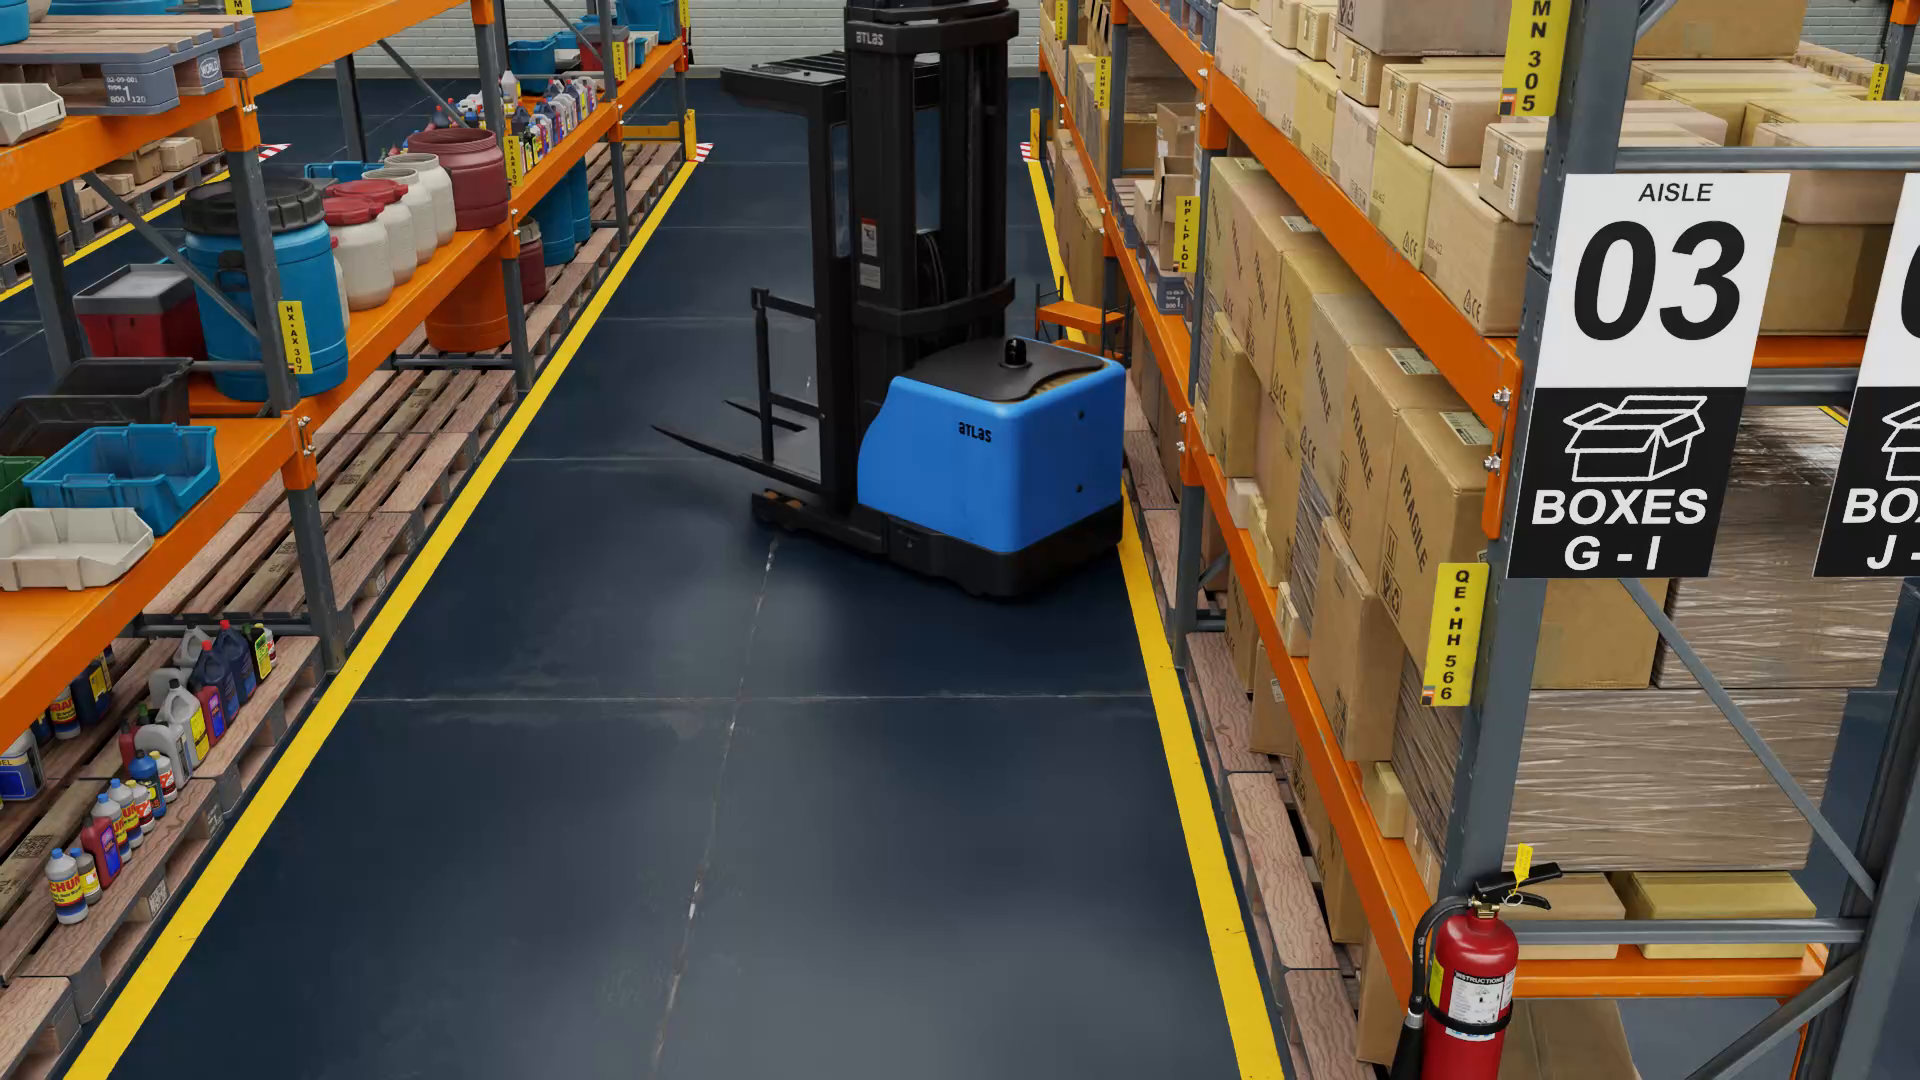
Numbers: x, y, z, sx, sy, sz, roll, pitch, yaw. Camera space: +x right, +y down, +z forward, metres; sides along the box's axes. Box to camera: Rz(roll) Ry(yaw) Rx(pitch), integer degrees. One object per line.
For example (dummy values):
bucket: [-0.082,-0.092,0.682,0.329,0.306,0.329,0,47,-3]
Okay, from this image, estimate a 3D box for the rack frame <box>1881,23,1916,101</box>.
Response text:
rack frame: [6.436,-2.404,10.926,1.000,3.000,0.127,0,24,-1]

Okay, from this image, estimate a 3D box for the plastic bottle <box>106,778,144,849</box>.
plastic bottle: [-3.103,1.007,6.161,0.097,0.271,0.097,0,24,0]

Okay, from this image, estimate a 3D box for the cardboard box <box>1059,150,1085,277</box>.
cardboard box: [1.469,-2.663,13.567,1.225,0.875,0.875,-1,24,-2]

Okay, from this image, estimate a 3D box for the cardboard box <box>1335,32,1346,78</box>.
cardboard box: [1.284,-1.369,4.696,0.380,0.149,0.250,-1,24,-3]

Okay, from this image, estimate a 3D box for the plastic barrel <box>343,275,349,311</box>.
plastic barrel: [-3.295,-1.236,8.511,0.301,0.262,0.301,0,24,0]

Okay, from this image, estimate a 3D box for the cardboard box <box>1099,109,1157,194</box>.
cardboard box: [1.222,-2.671,11.395,0.500,0.500,0.500,0,24,1]

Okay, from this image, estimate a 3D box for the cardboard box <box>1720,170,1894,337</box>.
cardboard box: [1.815,-0.625,3.534,0.500,0.250,0.500,0,24,1]

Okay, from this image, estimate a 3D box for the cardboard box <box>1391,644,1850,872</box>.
cardboard box: [1.584,0.465,4.099,0.875,0.500,0.500,0,24,-1]

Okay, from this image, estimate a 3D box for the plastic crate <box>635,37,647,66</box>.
plastic crate: [-3.286,-4.804,16.362,0.416,0.233,0.300,0,24,-1]

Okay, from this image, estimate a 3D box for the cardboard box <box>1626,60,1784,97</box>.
cardboard box: [1.828,-1.145,4.200,0.380,0.149,0.250,0,24,-1]

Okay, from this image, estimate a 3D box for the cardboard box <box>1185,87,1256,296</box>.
cardboard box: [1.650,-1.568,7.839,1.000,1.000,1.000,0,24,0]

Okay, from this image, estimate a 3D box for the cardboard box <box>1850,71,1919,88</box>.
cardboard box: [6.618,-3.264,11.901,0.380,0.149,0.250,-1,24,-3]

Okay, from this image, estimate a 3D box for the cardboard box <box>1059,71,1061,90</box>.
cardboard box: [1.097,-4.188,15.174,0.380,0.149,0.250,0,24,0]

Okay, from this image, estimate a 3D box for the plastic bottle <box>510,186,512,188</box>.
plastic bottle: [-3.159,-2.525,11.342,0.152,0.276,0.135,0,24,-1]

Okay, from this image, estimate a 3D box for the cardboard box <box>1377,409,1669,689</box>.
cardboard box: [1.309,0.011,3.891,0.500,0.500,0.500,0,24,-1]

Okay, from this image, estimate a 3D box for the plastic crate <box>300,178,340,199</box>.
plastic crate: [-3.766,-1.763,9.431,0.402,0.464,0.583,0,24,-1]

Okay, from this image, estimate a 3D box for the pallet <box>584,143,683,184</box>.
pallet: [-3.595,-4.087,18.031,1.003,0.211,1.213,0,24,-1]

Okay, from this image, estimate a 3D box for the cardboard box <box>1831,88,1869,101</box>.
cardboard box: [5.972,-2.952,11.211,0.380,0.149,0.250,-1,24,-3]

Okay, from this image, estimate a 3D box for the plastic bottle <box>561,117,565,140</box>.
plastic bottle: [-3.152,-3.241,13.017,0.097,0.201,0.097,0,24,0]

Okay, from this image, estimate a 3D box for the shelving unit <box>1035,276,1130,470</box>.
shelving unit: [0.703,-0.901,9.786,0.503,1.200,0.258,21,32,38]

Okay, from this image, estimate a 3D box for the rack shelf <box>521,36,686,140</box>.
rack shelf: [-3.543,-4.546,16.534,1.077,0.370,4.000,0,24,-1]

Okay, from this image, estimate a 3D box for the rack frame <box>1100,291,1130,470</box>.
rack frame: [0.882,-0.833,9.635,0.015,1.200,0.240,21,32,38]

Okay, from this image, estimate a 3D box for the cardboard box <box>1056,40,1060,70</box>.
cardboard box: [1.156,-4.533,15.454,0.500,0.250,0.500,0,24,1]

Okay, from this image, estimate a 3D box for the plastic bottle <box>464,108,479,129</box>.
plastic bottle: [-3.764,-3.194,12.828,0.097,0.271,0.097,0,24,0]

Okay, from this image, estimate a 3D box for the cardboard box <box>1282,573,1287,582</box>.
cardboard box: [1.298,0.150,5.583,0.380,0.149,0.250,0,24,-1]

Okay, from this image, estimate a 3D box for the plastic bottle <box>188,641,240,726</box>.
plastic bottle: [-3.137,0.597,6.972,0.144,0.351,0.185,-1,24,-3]

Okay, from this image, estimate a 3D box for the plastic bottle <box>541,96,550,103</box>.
plastic bottle: [-3.307,-3.408,13.301,0.097,0.271,0.097,0,24,0]

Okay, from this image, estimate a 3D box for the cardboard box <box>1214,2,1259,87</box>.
cardboard box: [1.267,-1.887,6.325,0.500,0.250,0.500,-1,24,-3]

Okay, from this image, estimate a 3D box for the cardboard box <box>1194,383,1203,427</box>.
cardboard box: [1.220,-0.571,7.177,0.380,0.149,0.250,0,24,-1]

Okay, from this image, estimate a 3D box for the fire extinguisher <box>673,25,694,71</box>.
fire extinguisher: [-3.112,-5.557,18.443,0.296,0.674,0.183,0,24,-1]

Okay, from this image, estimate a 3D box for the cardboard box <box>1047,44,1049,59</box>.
cardboard box: [1.078,-4.928,16.811,0.380,0.149,0.250,-1,24,-1]

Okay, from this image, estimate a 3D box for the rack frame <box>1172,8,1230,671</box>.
rack frame: [1.519,-0.775,7.324,1.000,3.000,0.127,0,24,-1]

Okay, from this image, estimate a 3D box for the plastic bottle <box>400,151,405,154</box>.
plastic bottle: [-3.894,-2.618,11.640,0.097,0.201,0.097,0,24,0]

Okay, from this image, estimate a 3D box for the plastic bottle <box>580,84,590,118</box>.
plastic bottle: [-3.190,-3.682,13.901,0.152,0.276,0.135,0,24,-1]

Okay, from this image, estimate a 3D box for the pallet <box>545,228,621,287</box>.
pallet: [-3.555,-2.461,14.435,1.003,0.211,1.213,0,24,-1]

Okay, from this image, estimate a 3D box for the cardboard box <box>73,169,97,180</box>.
cardboard box: [-8.772,-3.547,16.181,0.500,0.311,0.500,0,24,-1]

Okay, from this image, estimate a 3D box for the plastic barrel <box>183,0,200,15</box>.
plastic barrel: [-3.664,-2.826,7.611,0.600,0.901,0.600,0,24,0]

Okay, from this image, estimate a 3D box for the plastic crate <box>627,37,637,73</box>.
plastic crate: [-3.354,-4.653,15.969,0.437,0.282,0.530,0,24,-1]

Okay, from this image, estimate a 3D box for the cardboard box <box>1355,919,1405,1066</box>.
cardboard box: [1.531,1.317,5.222,0.500,0.500,0.500,6,25,13]

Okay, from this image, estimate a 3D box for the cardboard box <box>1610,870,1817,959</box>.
cardboard box: [1.798,0.869,3.994,0.380,0.149,0.250,0,24,-1]

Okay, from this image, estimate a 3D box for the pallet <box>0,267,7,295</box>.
pallet: [-8.411,-1.919,13.238,1.003,0.211,1.213,0,24,-1]

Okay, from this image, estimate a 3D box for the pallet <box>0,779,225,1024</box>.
pallet: [-3.452,1.298,6.123,1.003,0.211,1.213,0,24,-1]

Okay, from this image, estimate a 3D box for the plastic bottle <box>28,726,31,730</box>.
plastic bottle: [-3.799,0.762,6.701,0.097,0.271,0.097,0,24,0]

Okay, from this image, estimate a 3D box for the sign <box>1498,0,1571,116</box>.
sign: [1.007,-0.903,2.892,0.100,0.325,0.005,0,24,-1]

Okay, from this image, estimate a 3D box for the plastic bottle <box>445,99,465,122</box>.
plastic bottle: [-3.885,-3.211,12.771,0.144,0.351,0.185,0,24,-1]

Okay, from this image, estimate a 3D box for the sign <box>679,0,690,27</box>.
sign: [-3.015,-5.781,18.195,0.100,0.325,0.005,0,24,-1]

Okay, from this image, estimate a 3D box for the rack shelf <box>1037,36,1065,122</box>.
rack shelf: [1.410,-4.568,16.583,1.077,0.370,4.000,0,24,-1]

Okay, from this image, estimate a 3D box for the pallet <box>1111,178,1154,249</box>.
pallet: [1.589,-2.043,10.360,1.213,0.211,1.003,0,24,-1]

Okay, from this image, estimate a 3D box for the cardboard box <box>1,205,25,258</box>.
cardboard box: [-8.185,-2.685,14.045,0.500,0.500,0.500,0,24,0]

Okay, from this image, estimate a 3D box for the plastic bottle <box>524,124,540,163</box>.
plastic bottle: [-3.142,-2.911,12.203,0.097,0.271,0.097,0,24,0]

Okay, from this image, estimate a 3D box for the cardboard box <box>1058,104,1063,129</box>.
cardboard box: [1.485,-4.305,17.197,0.875,0.875,0.875,0,24,-1]

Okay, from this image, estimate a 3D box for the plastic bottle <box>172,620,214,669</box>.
plastic bottle: [-3.283,0.518,7.145,0.144,0.351,0.185,0,24,-1]

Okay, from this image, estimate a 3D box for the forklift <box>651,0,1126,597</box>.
forklift: [-0.553,-1.536,9.090,3.031,2.935,1.130,20,31,37]
